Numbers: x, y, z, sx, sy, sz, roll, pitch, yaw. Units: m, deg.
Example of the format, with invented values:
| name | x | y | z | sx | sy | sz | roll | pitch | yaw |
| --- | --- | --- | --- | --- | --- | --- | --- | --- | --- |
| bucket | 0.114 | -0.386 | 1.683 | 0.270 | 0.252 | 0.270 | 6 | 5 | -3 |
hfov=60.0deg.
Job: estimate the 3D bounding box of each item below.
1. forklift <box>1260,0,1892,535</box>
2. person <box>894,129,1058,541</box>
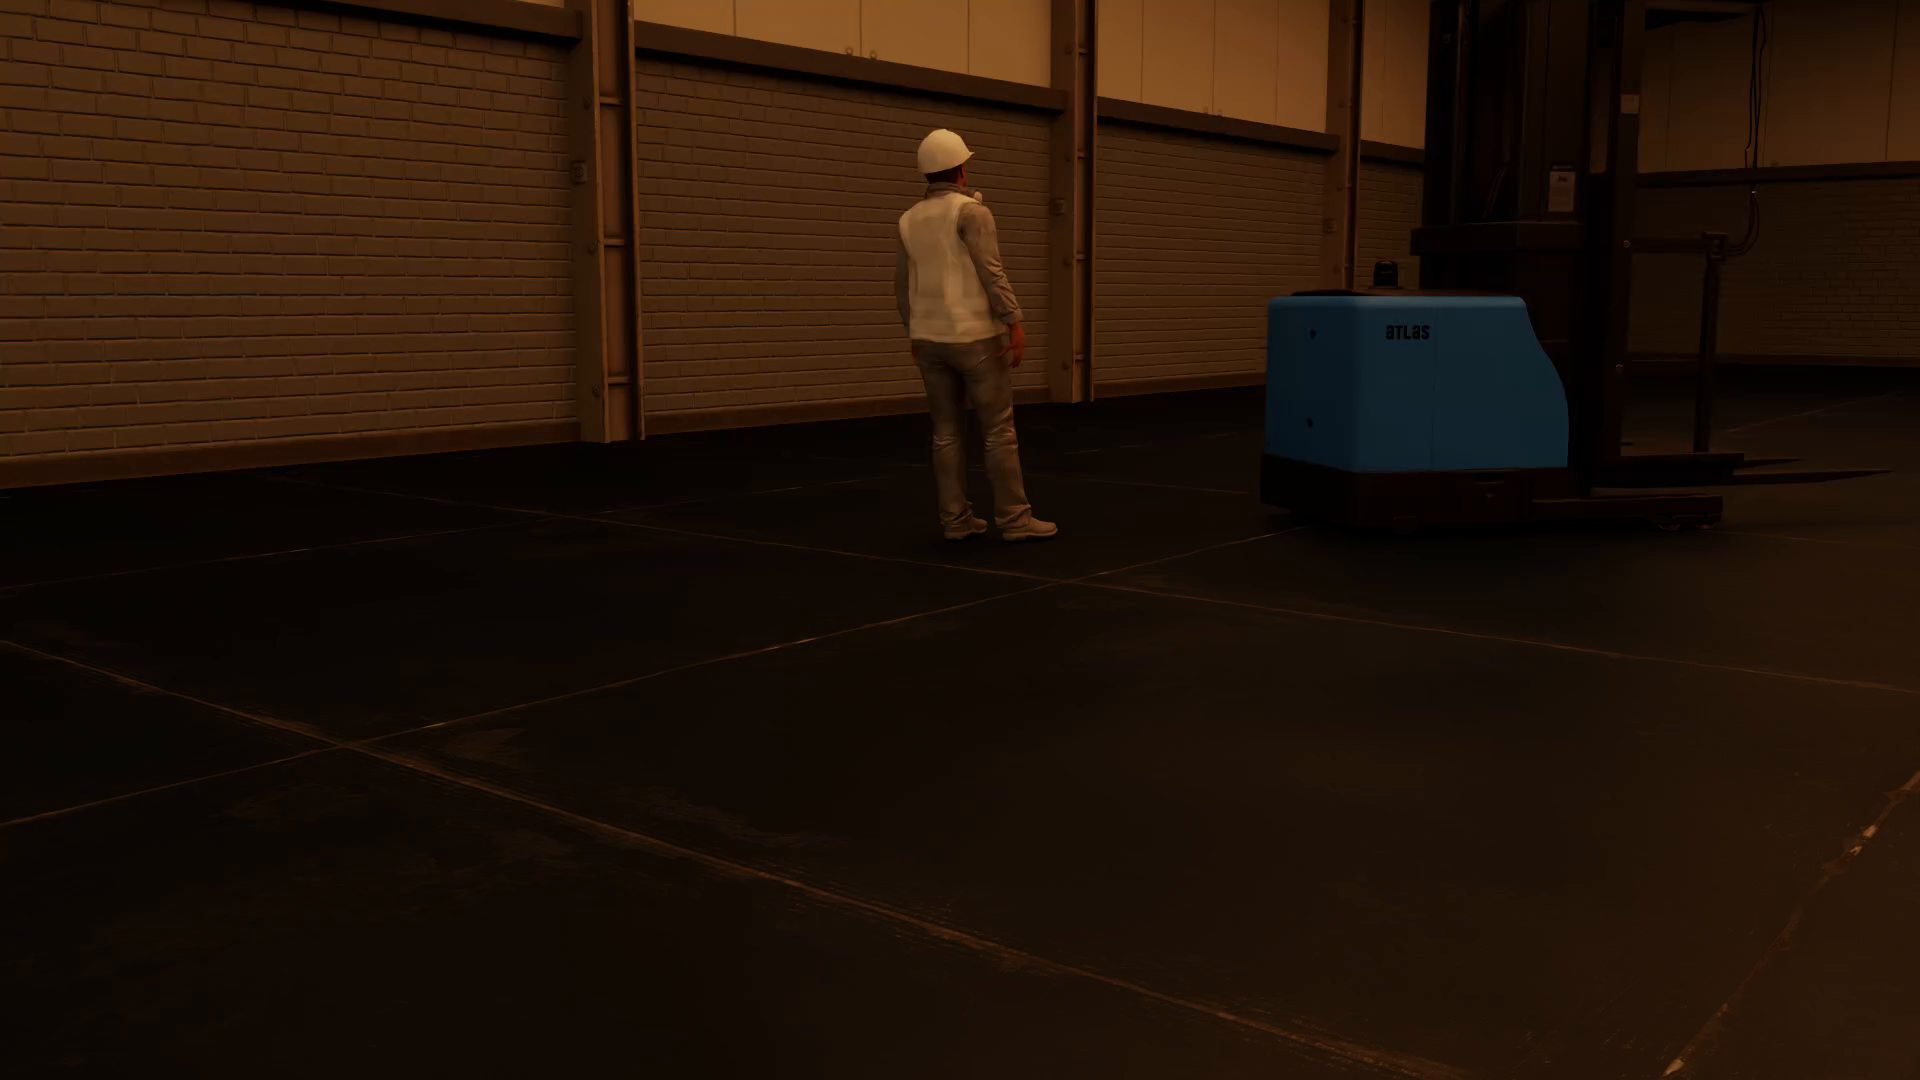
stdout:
| name | x | y | z | sx | sy | sz | roll | pitch | yaw |
| --- | --- | --- | --- | --- | --- | --- | --- | --- | --- |
| forklift | 3.056 | -1.563 | 7.962 | 3.031 | 2.935 | 1.130 | -2 | 9 | -15 |
| person | 0.045 | -0.892 | 7.319 | 0.634 | 1.775 | 0.566 | 7 | 11 | 38 |
